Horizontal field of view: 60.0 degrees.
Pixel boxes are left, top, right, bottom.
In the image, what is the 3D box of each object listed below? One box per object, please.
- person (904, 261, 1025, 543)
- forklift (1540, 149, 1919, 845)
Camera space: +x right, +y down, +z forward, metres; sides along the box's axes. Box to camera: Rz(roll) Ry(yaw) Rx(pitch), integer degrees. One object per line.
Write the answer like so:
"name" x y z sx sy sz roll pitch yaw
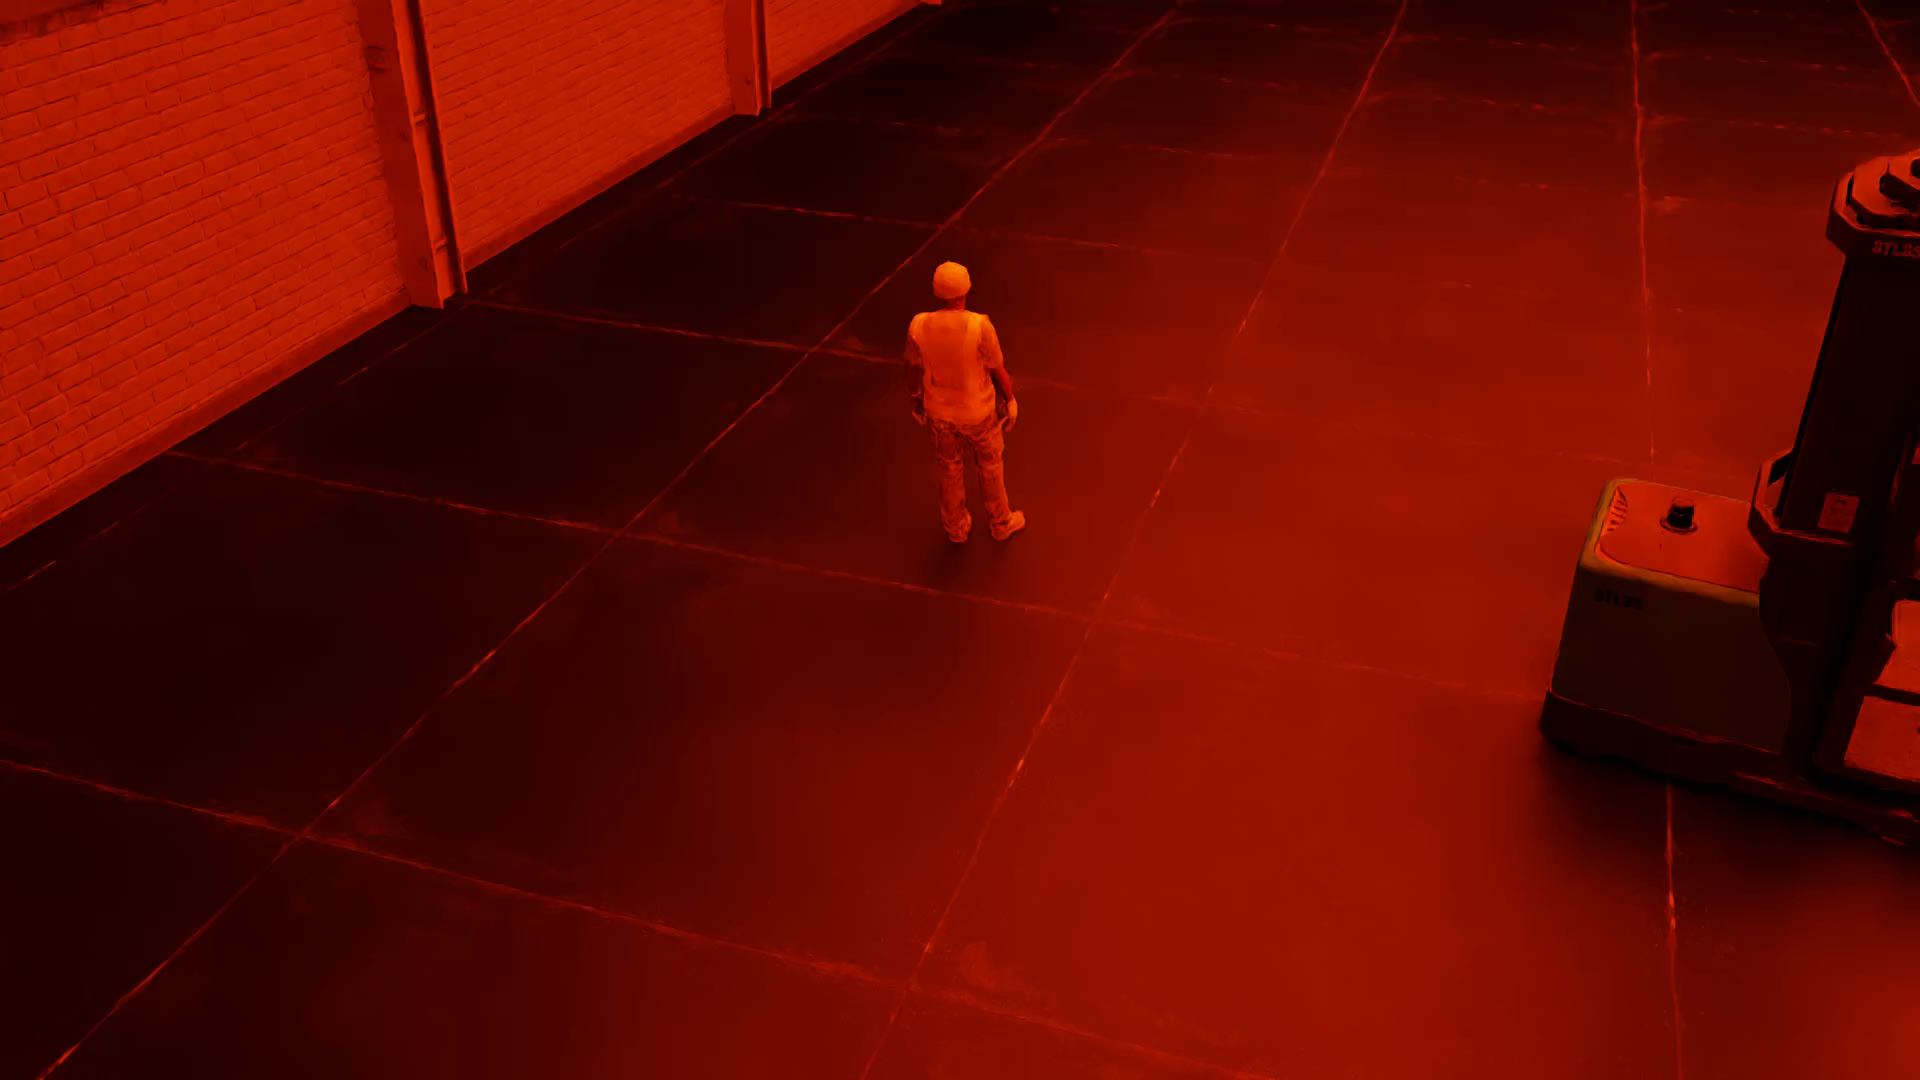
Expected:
"person" 0.031 -0.813 9.708 0.655 1.782 0.576 10 31 16
"forklift" 4.449 -0.137 7.378 3.031 2.935 1.130 14 33 23
